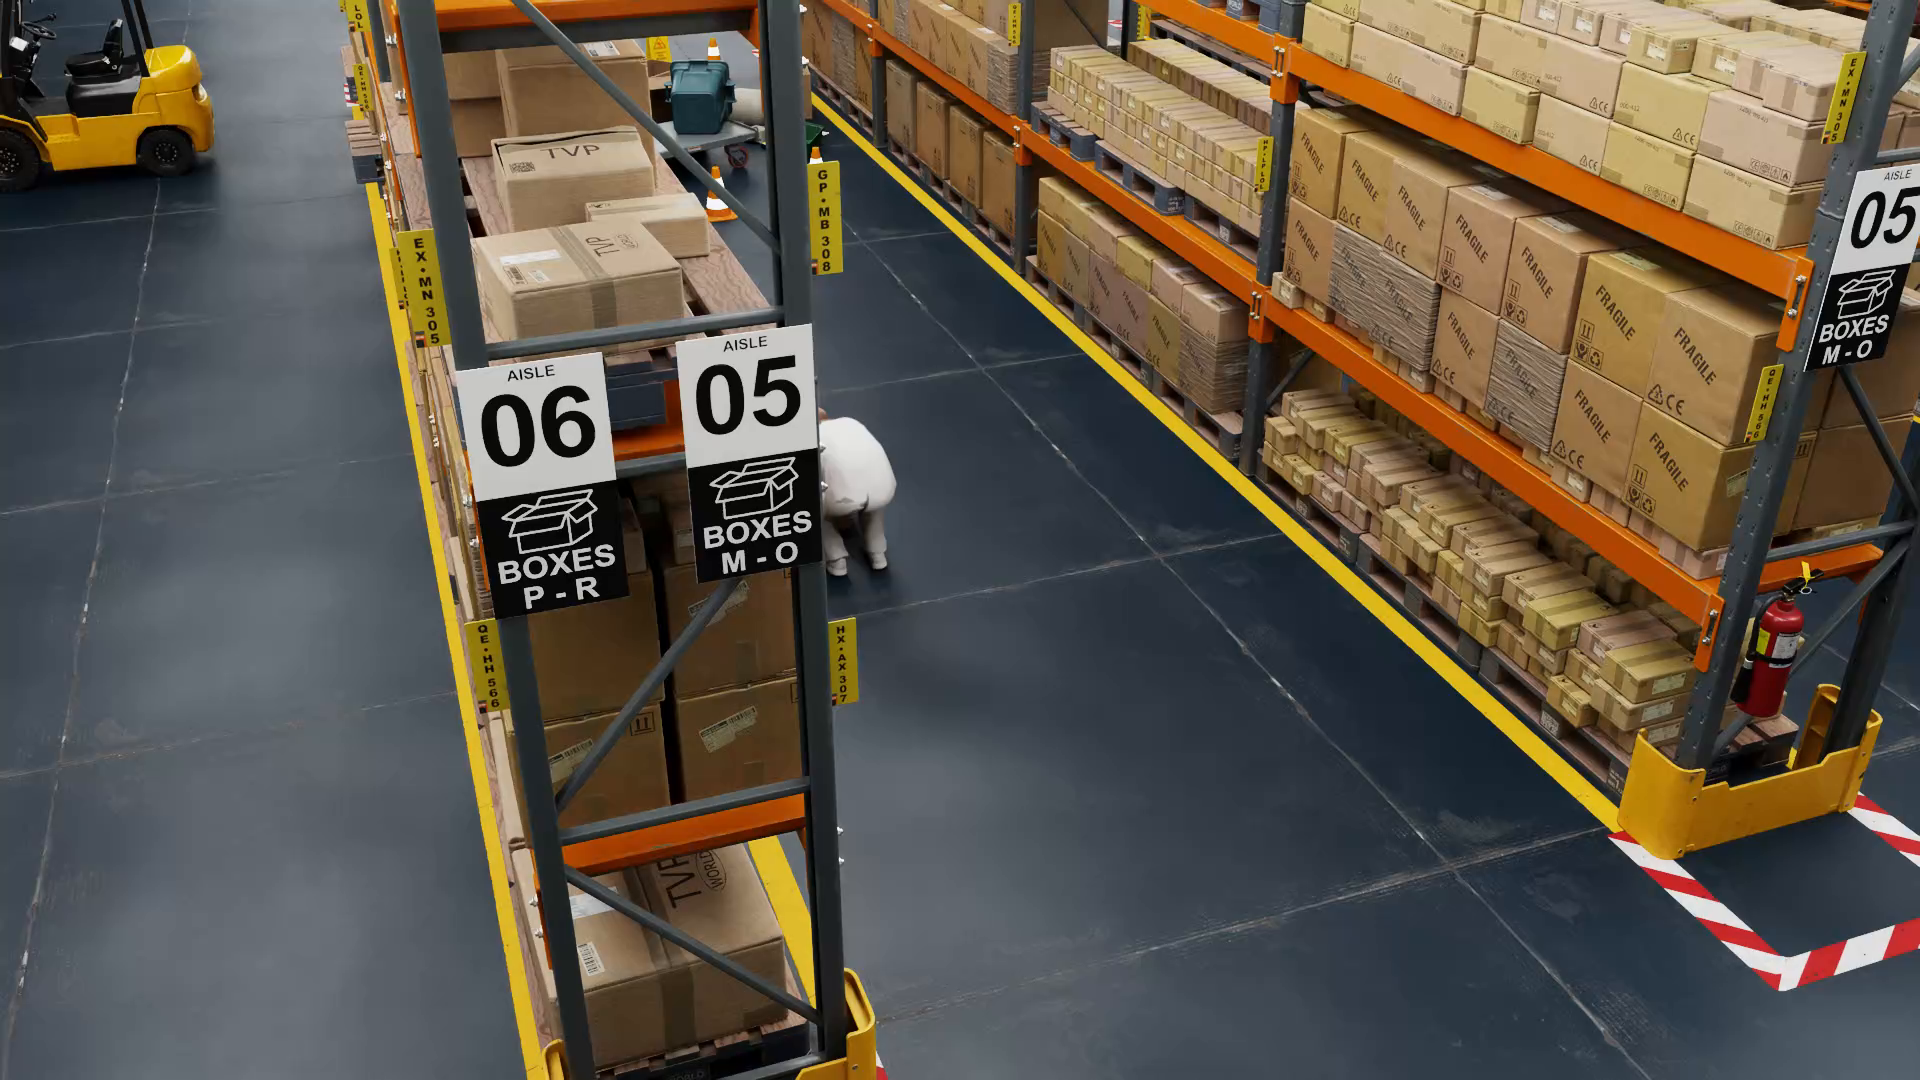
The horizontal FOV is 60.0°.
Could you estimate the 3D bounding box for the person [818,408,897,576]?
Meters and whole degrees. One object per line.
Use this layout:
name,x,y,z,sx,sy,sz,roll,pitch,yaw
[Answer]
person,-0.705,-0.297,9.890,0.582,0.835,0.949,-11,31,-19
